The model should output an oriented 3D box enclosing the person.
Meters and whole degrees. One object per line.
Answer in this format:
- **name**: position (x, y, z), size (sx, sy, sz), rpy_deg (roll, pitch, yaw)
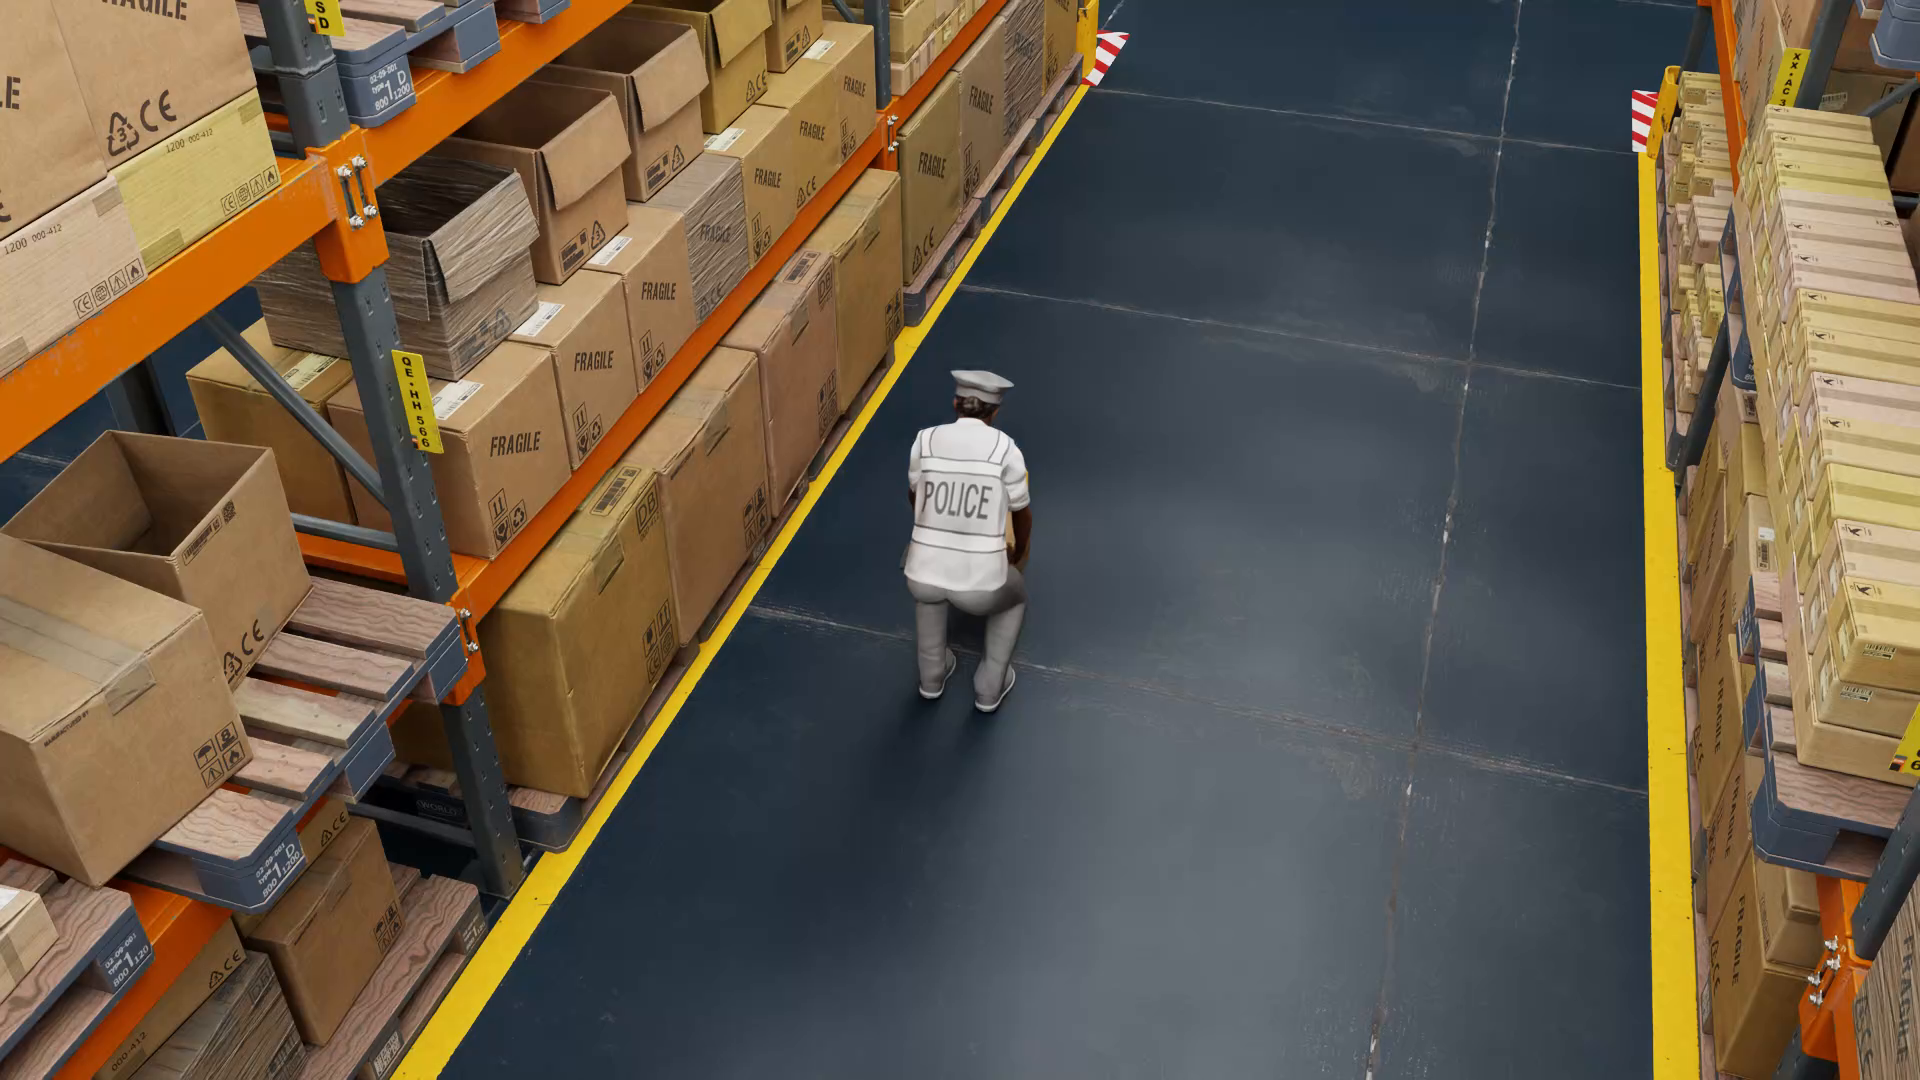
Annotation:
- **person**: position (0.009, 0.019, 6.428), size (0.499, 1.305, 0.753), rpy_deg (11, 39, 14)
